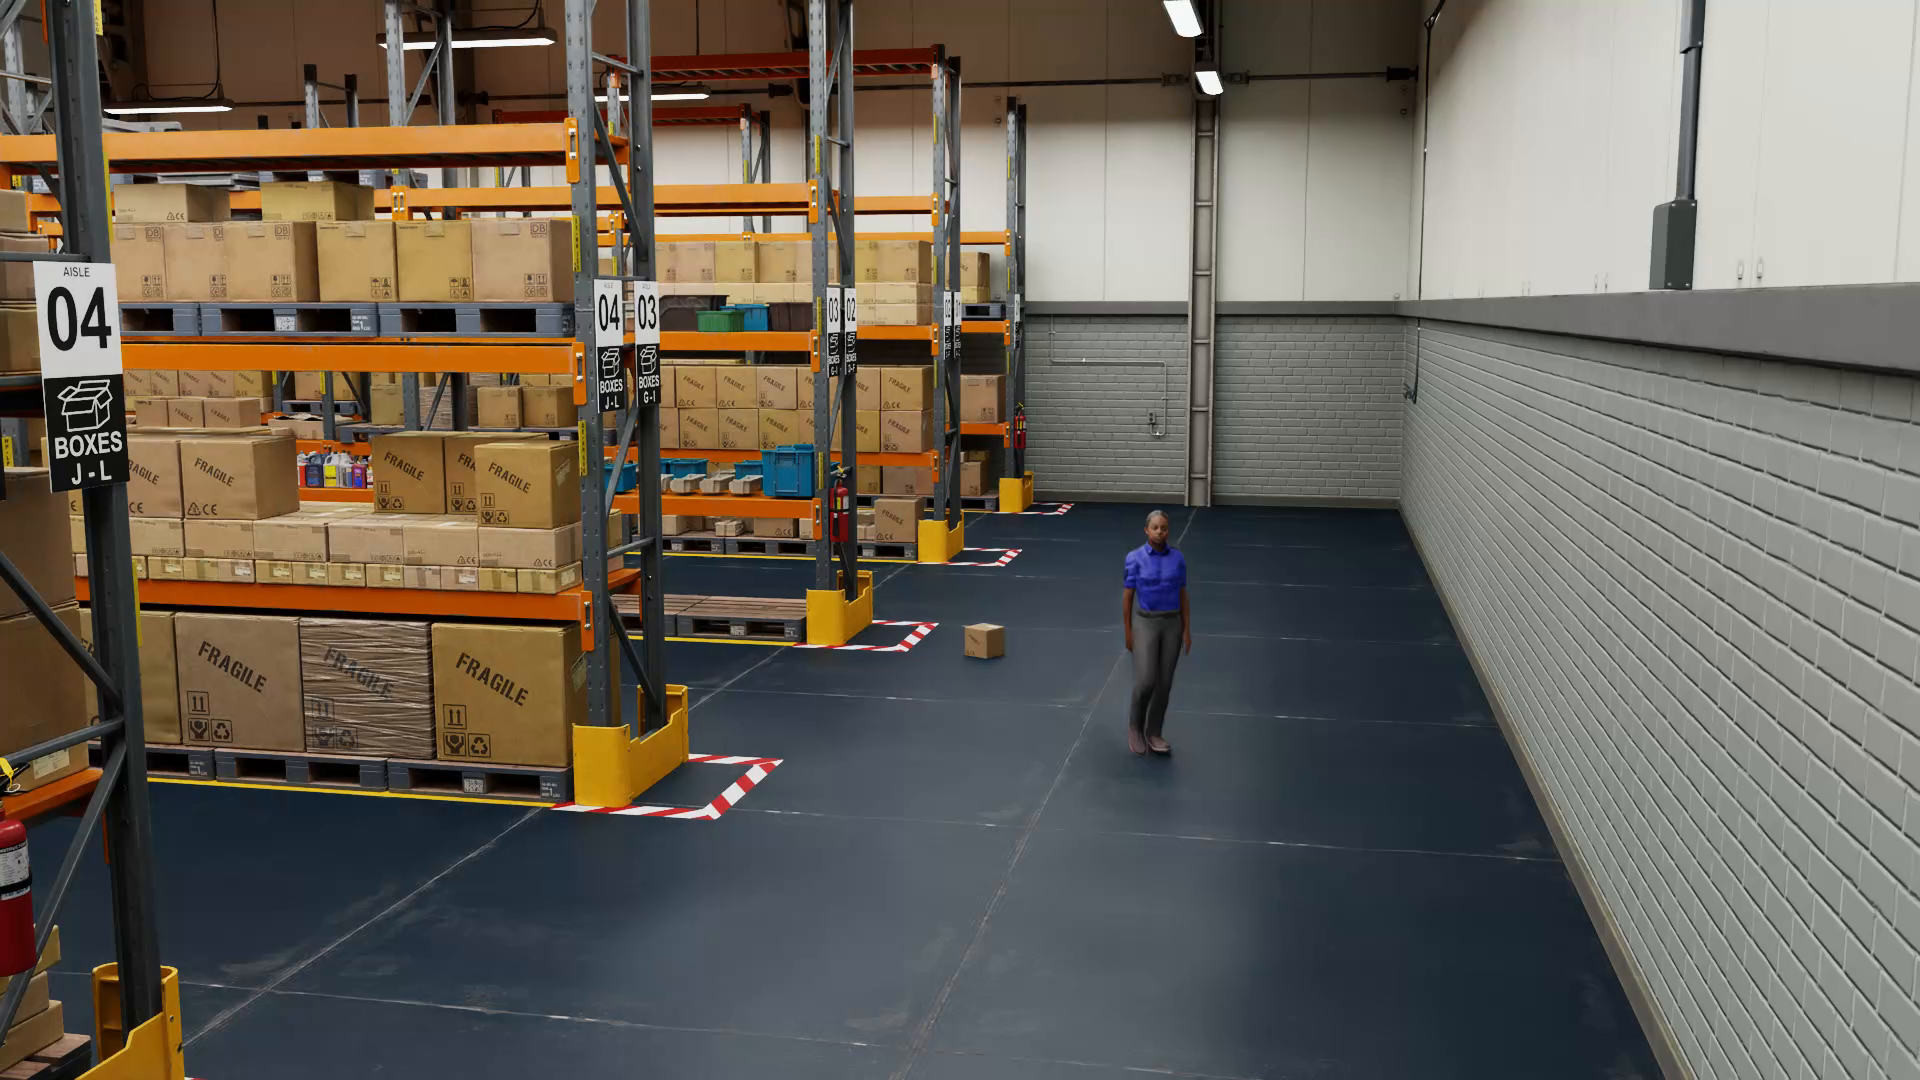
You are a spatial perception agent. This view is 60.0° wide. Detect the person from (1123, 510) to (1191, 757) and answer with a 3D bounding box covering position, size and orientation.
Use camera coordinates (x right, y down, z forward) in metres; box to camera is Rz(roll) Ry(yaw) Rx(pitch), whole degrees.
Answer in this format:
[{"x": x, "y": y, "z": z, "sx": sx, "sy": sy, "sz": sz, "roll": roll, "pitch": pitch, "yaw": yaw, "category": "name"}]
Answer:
[{"x": 1.352, "y": 0.649, "z": 11.262, "sx": 0.440, "sy": 1.667, "sz": 0.427, "roll": -2, "pitch": 8, "yaw": -14, "category": "person"}]
